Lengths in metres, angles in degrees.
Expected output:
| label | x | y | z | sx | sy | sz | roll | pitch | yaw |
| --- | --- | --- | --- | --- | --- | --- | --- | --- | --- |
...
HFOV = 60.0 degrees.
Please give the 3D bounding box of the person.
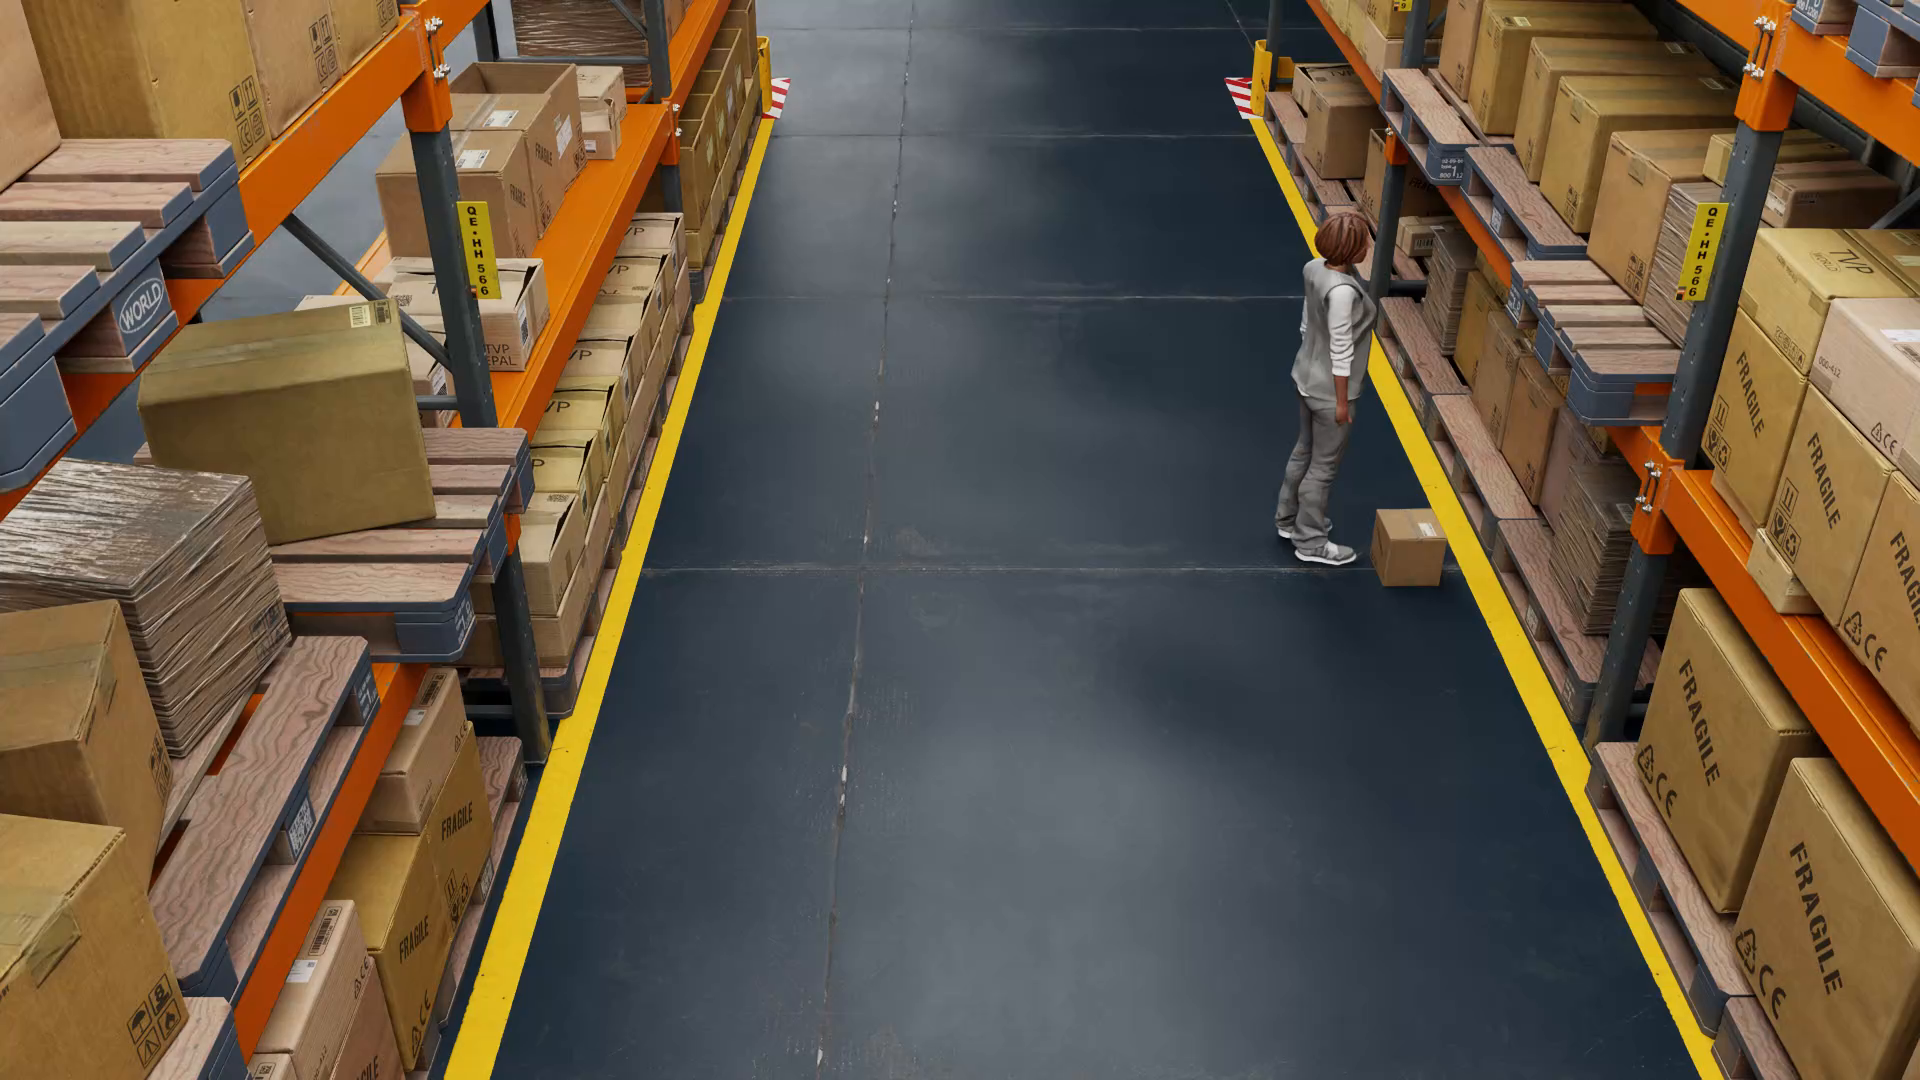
| label | x | y | z | sx | sy | sz | roll | pitch | yaw |
| --- | --- | --- | --- | --- | --- | --- | --- | --- | --- |
| person | 1.601 | -0.658 | 7.192 | 0.318 | 1.603 | 0.409 | -4 | 32 | -7 |
